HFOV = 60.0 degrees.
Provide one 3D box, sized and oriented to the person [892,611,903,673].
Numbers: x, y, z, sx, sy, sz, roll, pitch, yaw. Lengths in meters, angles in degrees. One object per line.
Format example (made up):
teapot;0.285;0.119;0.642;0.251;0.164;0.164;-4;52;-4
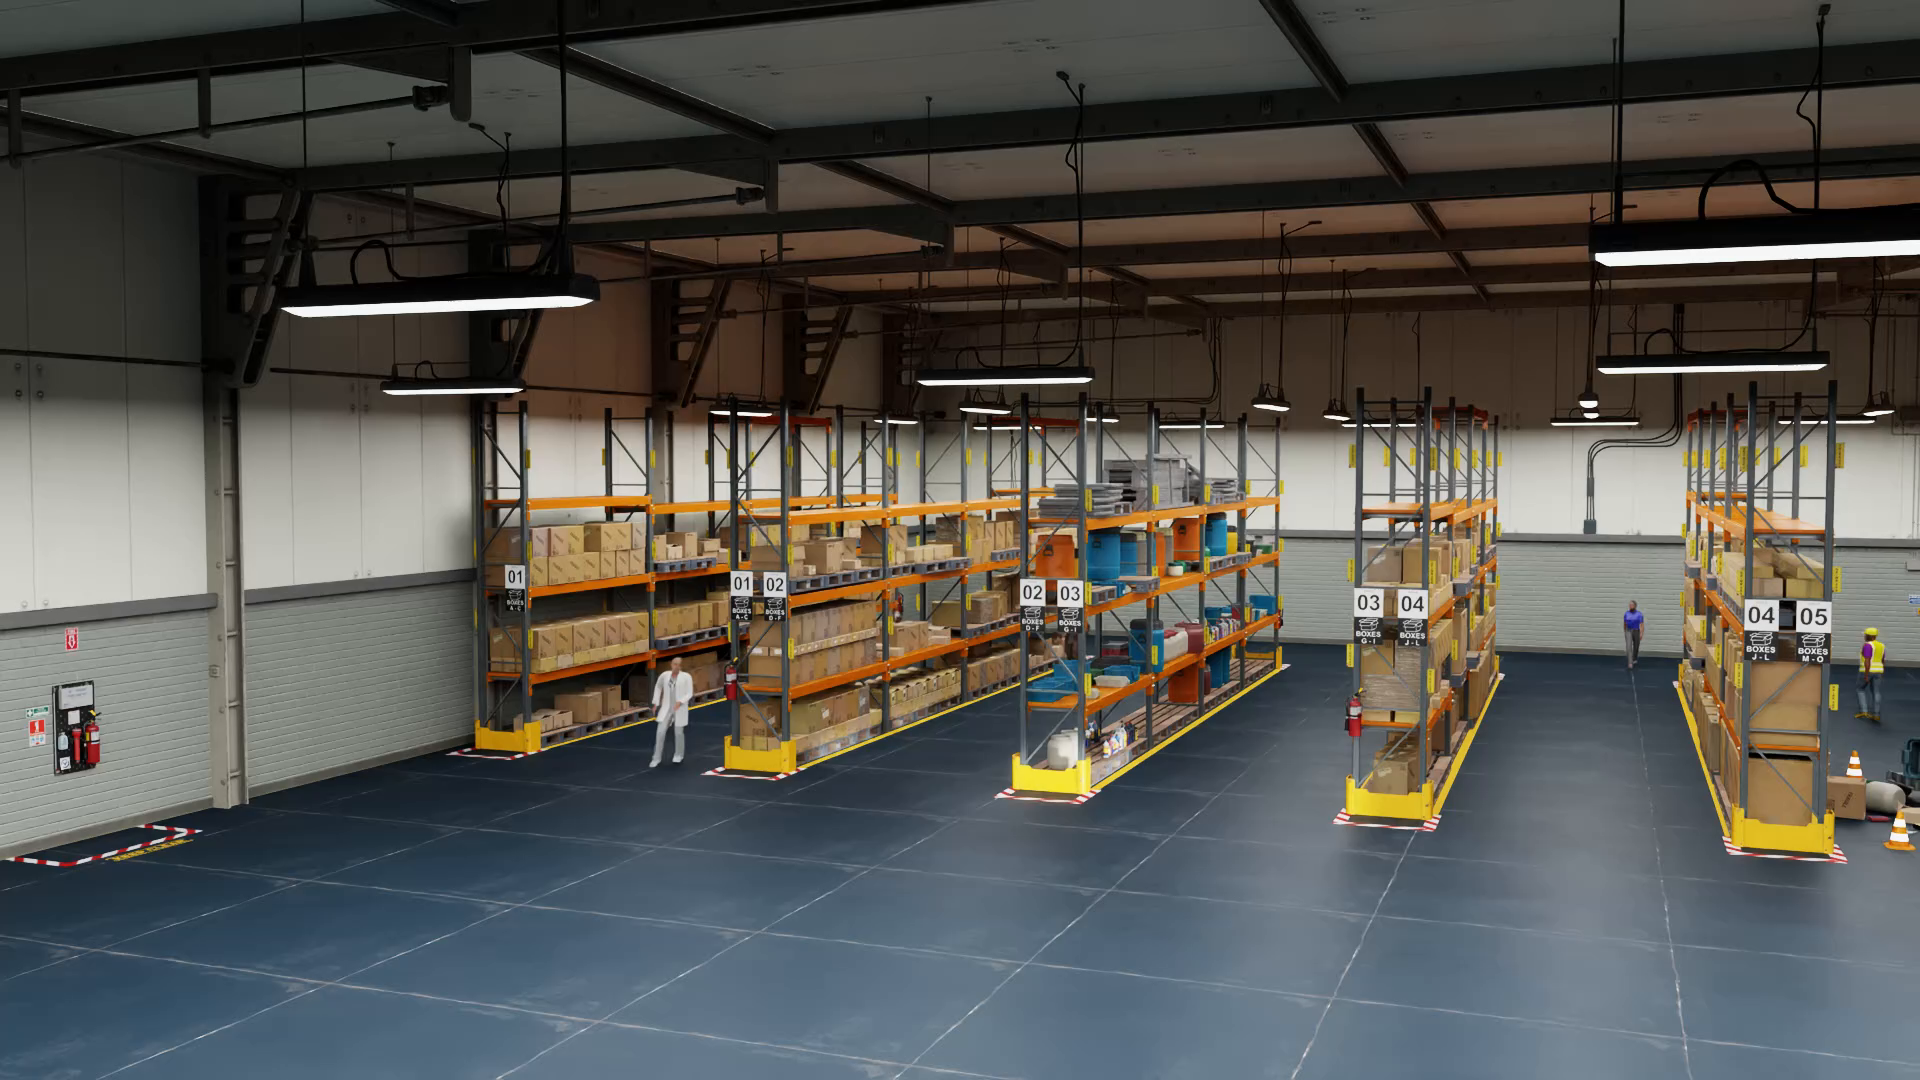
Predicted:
person;-1.412;2.389;36.628;0.471;1.627;1.051;1;3;19

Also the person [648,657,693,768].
person;-4.724;2.834;27.223;0.709;1.838;0.788;0;3;-1

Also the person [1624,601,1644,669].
person;16.139;2.254;39.832;0.438;1.581;1.033;1;3;19

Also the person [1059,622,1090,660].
person;2.618;2.321;37.945;0.747;1.690;0.654;2;3;30

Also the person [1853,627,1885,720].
person;17.532;2.580;31.900;0.541;1.785;0.551;0;3;1
